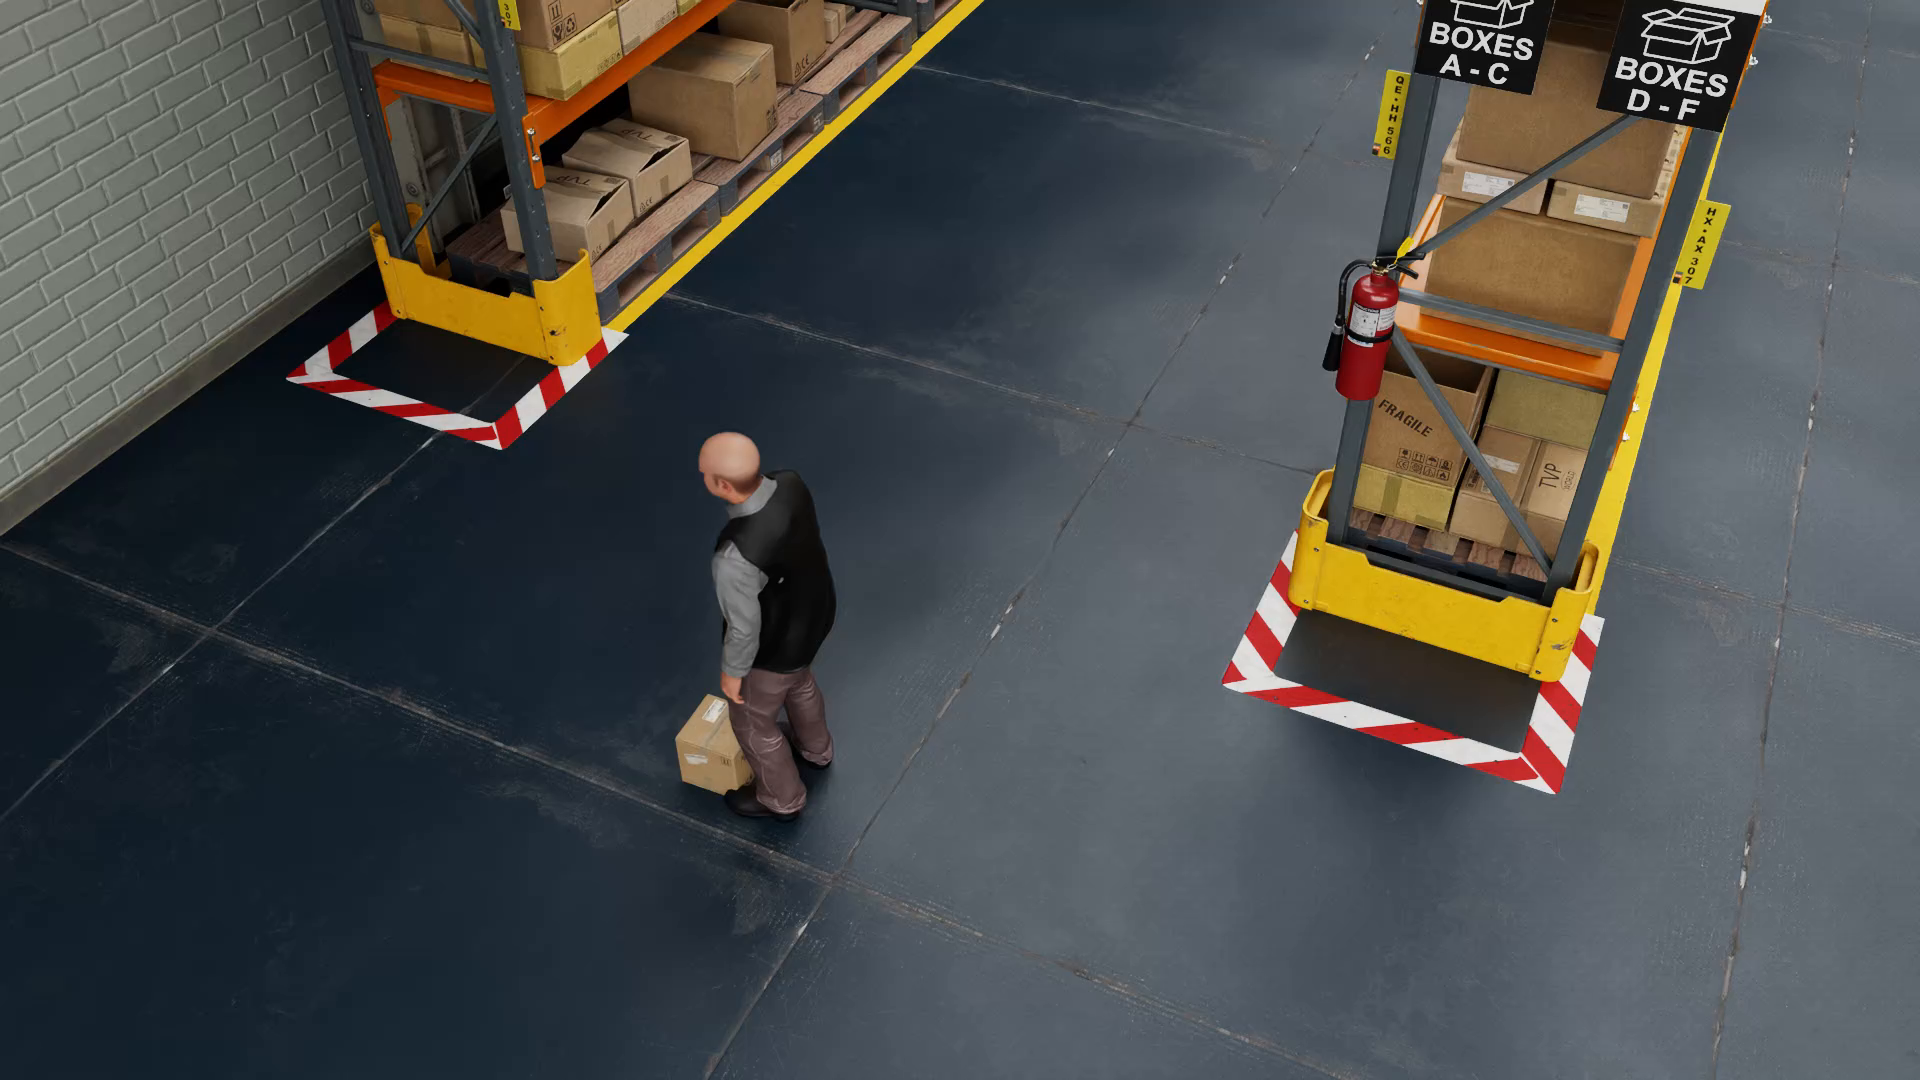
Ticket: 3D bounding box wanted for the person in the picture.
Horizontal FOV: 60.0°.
[{"bbox_3d":[-0.652,0.323,5.816,0.423,1.720,0.586,15,44,16],"label":"person"}]
